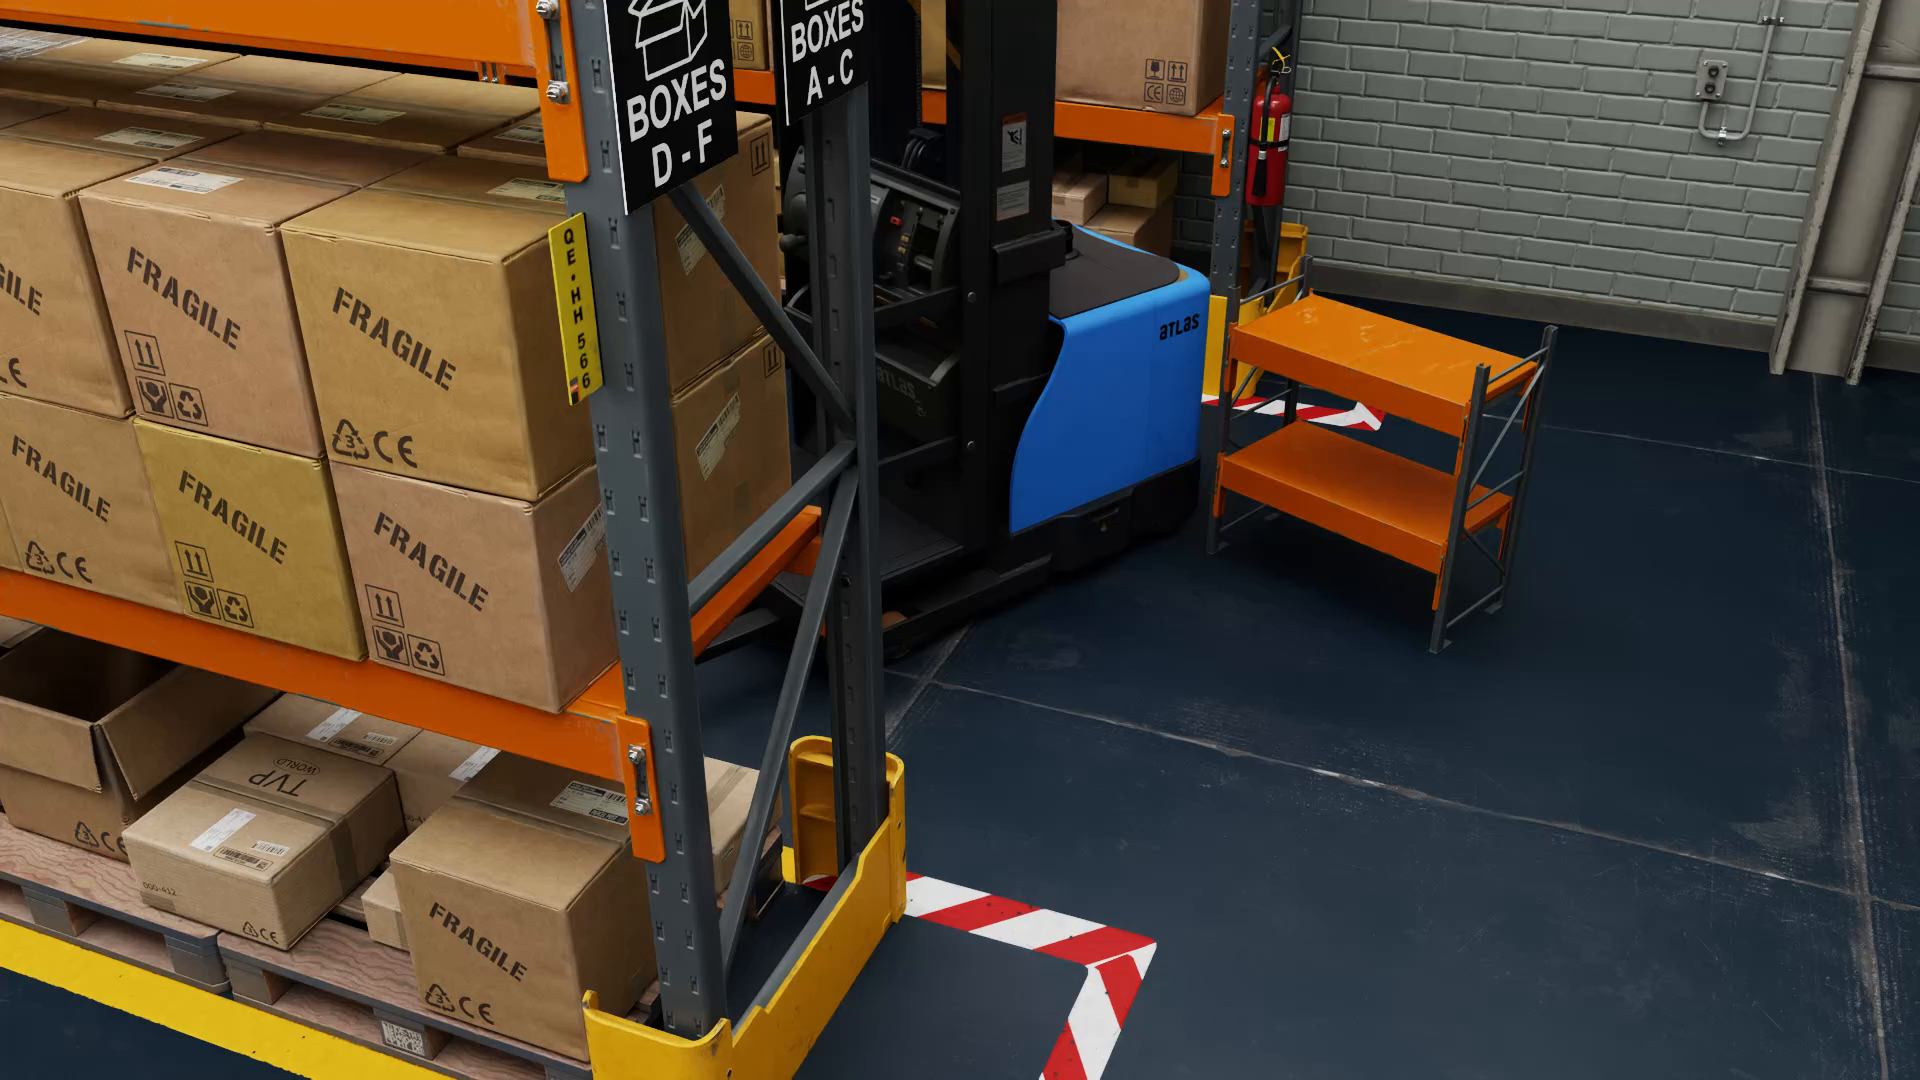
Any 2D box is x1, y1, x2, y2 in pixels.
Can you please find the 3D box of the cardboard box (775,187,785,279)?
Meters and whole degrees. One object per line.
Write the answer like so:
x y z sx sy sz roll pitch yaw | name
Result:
-0.699 -1.728 8.872 0.500 0.500 0.700 12 32 20 | cardboard box

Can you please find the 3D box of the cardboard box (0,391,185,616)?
-1.904 -0.201 3.955 0.500 0.500 0.500 12 31 20 | cardboard box

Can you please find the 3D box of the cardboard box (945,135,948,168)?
-0.018 -1.984 8.667 0.250 0.149 0.380 12 32 20 | cardboard box

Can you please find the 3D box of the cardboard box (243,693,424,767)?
-1.768 0.581 5.021 0.500 0.250 0.500 11 31 19 | cardboard box

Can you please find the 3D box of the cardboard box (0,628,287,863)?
-2.408 0.491 4.923 0.637 0.503 0.797 11 31 19 | cardboard box

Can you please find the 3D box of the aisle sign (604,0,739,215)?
-0.496 -0.989 2.809 0.004 0.787 0.394 11 31 19 | aisle sign

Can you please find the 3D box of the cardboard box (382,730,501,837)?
-1.305 0.674 4.857 0.500 0.250 0.500 11 31 19 | cardboard box

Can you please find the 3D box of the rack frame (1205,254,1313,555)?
1.171 -0.521 6.528 0.500 1.125 0.032 -26 39 -38 | rack frame

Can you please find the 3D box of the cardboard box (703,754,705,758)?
-0.935 0.752 4.803 0.250 0.166 0.380 11 31 19 | cardboard box

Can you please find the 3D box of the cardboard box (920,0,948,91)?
0.260 -2.619 8.030 0.700 0.700 0.980 11 31 19 | cardboard box

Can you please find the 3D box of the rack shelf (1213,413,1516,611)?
1.530 -0.130 6.335 0.538 0.278 1.000 -26 39 -38 | rack shelf

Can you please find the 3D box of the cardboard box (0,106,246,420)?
-1.911 -0.632 3.702 0.500 0.500 0.500 12 32 20 | cardboard box

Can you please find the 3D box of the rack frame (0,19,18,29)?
-6.000 -3.747 10.331 0.053 2.616 0.949 11 31 19 | rack frame

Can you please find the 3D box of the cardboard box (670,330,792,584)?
-0.757 -0.255 4.052 0.500 0.500 0.500 12 32 20 | cardboard box

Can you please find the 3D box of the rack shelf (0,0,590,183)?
-2.298 -1.372 3.812 4.000 0.370 1.077 11 31 19 | rack shelf

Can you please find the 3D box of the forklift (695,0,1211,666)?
-0.484 -1.082 5.686 3.031 2.935 1.130 -22 36 -33 | forklift

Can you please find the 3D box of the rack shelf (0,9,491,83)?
-4.145 -3.066 9.856 4.000 0.370 1.077 11 31 19 | rack shelf

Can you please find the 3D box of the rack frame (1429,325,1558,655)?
1.889 -0.166 5.901 0.500 1.125 0.032 -26 39 -38 | rack frame

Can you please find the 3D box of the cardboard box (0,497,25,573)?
-2.371 -0.294 4.120 0.500 0.500 0.500 11 31 18 | cardboard box

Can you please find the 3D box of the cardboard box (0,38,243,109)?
-2.177 -0.972 4.304 0.500 0.500 0.500 11 31 19 | cardboard box

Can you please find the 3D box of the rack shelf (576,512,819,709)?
-2.298 -0.151 4.502 3.809 0.124 0.919 11 31 19 | rack shelf

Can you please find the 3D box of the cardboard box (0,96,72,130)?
-2.387 -0.727 3.870 0.500 0.500 0.500 12 32 21 | cardboard box

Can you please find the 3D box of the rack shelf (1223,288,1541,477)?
1.530 -0.598 6.070 0.538 0.278 1.000 -26 39 -38 | rack shelf

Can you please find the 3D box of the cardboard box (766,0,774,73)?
-0.443 -2.764 8.287 0.700 0.700 0.980 10 31 17 | cardboard box

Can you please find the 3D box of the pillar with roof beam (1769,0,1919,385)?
2.623 -2.812 2.581 0.400 9.000 9.100 11 31 19 | pillar with roof beam

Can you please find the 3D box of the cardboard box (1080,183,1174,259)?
0.728 -1.447 8.376 0.500 0.500 0.700 11 31 19 | cardboard box

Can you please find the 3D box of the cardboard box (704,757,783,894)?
-0.703 0.806 4.726 0.250 0.149 0.380 11 31 19 | cardboard box

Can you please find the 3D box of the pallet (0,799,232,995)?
-2.381 0.817 5.090 1.213 0.211 1.003 11 31 19 | pallet

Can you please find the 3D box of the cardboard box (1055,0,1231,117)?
0.938 -2.489 7.801 0.700 0.700 0.980 13 32 21 | cardboard box

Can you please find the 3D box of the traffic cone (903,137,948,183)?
-0.146 -0.908 6.154 0.196 1.202 0.295 11 31 19 | traffic cone

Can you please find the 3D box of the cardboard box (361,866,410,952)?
-1.382 0.928 4.492 0.250 0.166 0.380 11 31 19 | cardboard box

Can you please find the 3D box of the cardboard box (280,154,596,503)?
-0.960 -0.445 3.372 0.500 0.500 0.500 11 31 19 | cardboard box

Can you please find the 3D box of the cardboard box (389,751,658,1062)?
-1.041 0.899 4.204 0.500 0.500 0.500 11 31 19 | cardboard box

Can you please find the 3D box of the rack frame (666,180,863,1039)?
-0.443 -0.011 3.721 0.053 2.616 0.949 11 31 19 | rack frame

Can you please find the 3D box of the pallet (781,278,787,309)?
-0.482 -1.394 9.001 1.213 0.211 1.003 11 31 19 | pallet

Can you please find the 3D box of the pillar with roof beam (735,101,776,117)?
-2.937 -3.923 4.545 0.400 9.000 9.100 11 31 19 | pillar with roof beam

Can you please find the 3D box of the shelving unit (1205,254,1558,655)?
1.530 -0.343 6.214 0.538 1.125 1.048 -26 39 -38 | shelving unit

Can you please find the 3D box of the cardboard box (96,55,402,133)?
-1.706 -0.879 4.138 0.500 0.500 0.500 12 32 20 | cardboard box

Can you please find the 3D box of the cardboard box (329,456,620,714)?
-0.962 -0.012 3.621 0.500 0.500 0.500 12 32 21 | cardboard box

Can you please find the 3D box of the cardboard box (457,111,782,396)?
-0.757 -0.691 3.806 0.500 0.500 0.500 12 32 21 | cardboard box

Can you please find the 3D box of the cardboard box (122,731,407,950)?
-1.910 0.818 4.601 0.500 0.250 0.500 11 31 19 | cardboard box

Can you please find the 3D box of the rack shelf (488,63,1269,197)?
-0.439 -2.326 8.547 4.000 0.370 1.077 11 31 19 | rack shelf

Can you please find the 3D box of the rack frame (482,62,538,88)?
-2.292 -3.009 9.025 0.127 3.000 1.000 11 31 19 | rack frame

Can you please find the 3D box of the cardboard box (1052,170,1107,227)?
0.541 -1.670 8.111 0.250 0.149 0.380 11 31 19 | cardboard box

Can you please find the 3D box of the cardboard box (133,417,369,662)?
-1.444 -0.106 3.788 0.500 0.500 0.500 12 31 20 | cardboard box
